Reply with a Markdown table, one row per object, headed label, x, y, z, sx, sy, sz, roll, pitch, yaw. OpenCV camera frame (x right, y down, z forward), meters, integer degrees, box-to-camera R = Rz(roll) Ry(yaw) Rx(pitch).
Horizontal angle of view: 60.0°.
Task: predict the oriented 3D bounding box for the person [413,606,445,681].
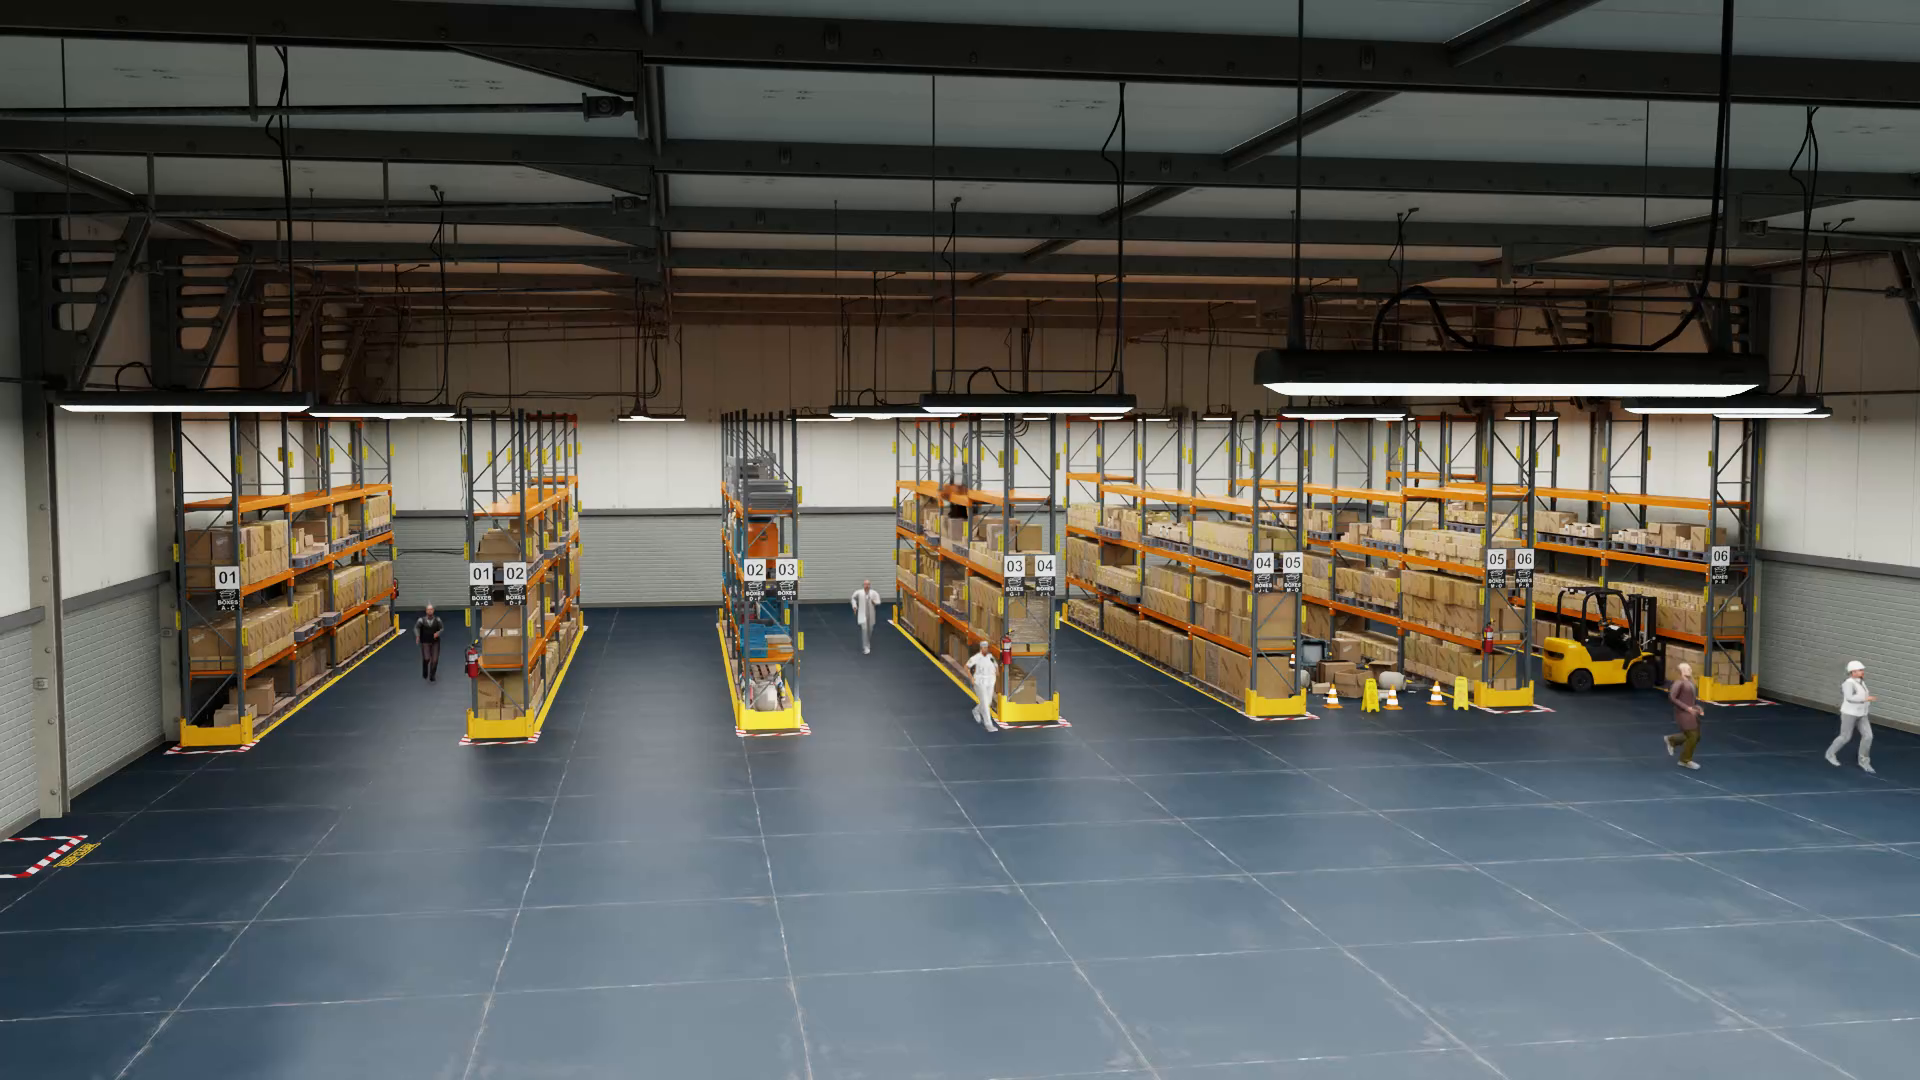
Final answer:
| label | x | y | z | sx | sy | sz | roll | pitch | yaw |
| --- | --- | --- | --- | --- | --- | --- | --- | --- | --- |
| person | -11.767 | 2.300 | 36.919 | 0.651 | 1.680 | 0.590 | -2 | 4 | -23 |

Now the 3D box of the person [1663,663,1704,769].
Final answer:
| label | x | y | z | sx | sy | sz | roll | pitch | yaw |
| --- | --- | --- | --- | --- | --- | --- | --- | --- | --- |
| person | 12.070 | 2.926 | 27.809 | 0.653 | 1.739 | 0.712 | 4 | 6 | 44 |

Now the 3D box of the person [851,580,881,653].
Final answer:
| label | x | y | z | sx | sy | sz | roll | pitch | yaw |
| --- | --- | --- | --- | --- | --- | --- | --- | --- | --- |
| person | -2.344 | 1.894 | 41.757 | 0.697 | 1.783 | 1.044 | -1 | 4 | -16 |

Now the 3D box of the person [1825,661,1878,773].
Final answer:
| label | x | y | z | sx | sy | sz | roll | pitch | yaw |
| --- | --- | --- | --- | --- | --- | --- | --- | --- | --- |
| person | 14.772 | 2.917 | 27.513 | 0.645 | 1.845 | 0.808 | -3 | 5 | -33 |

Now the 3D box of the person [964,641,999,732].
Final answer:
| label | x | y | z | sx | sy | sz | roll | pitch | yaw |
| --- | --- | --- | --- | --- | --- | --- | --- | --- | --- |
| person | 0.452 | 2.706 | 31.119 | 0.628 | 1.643 | 0.930 | -3 | 5 | -33 |
